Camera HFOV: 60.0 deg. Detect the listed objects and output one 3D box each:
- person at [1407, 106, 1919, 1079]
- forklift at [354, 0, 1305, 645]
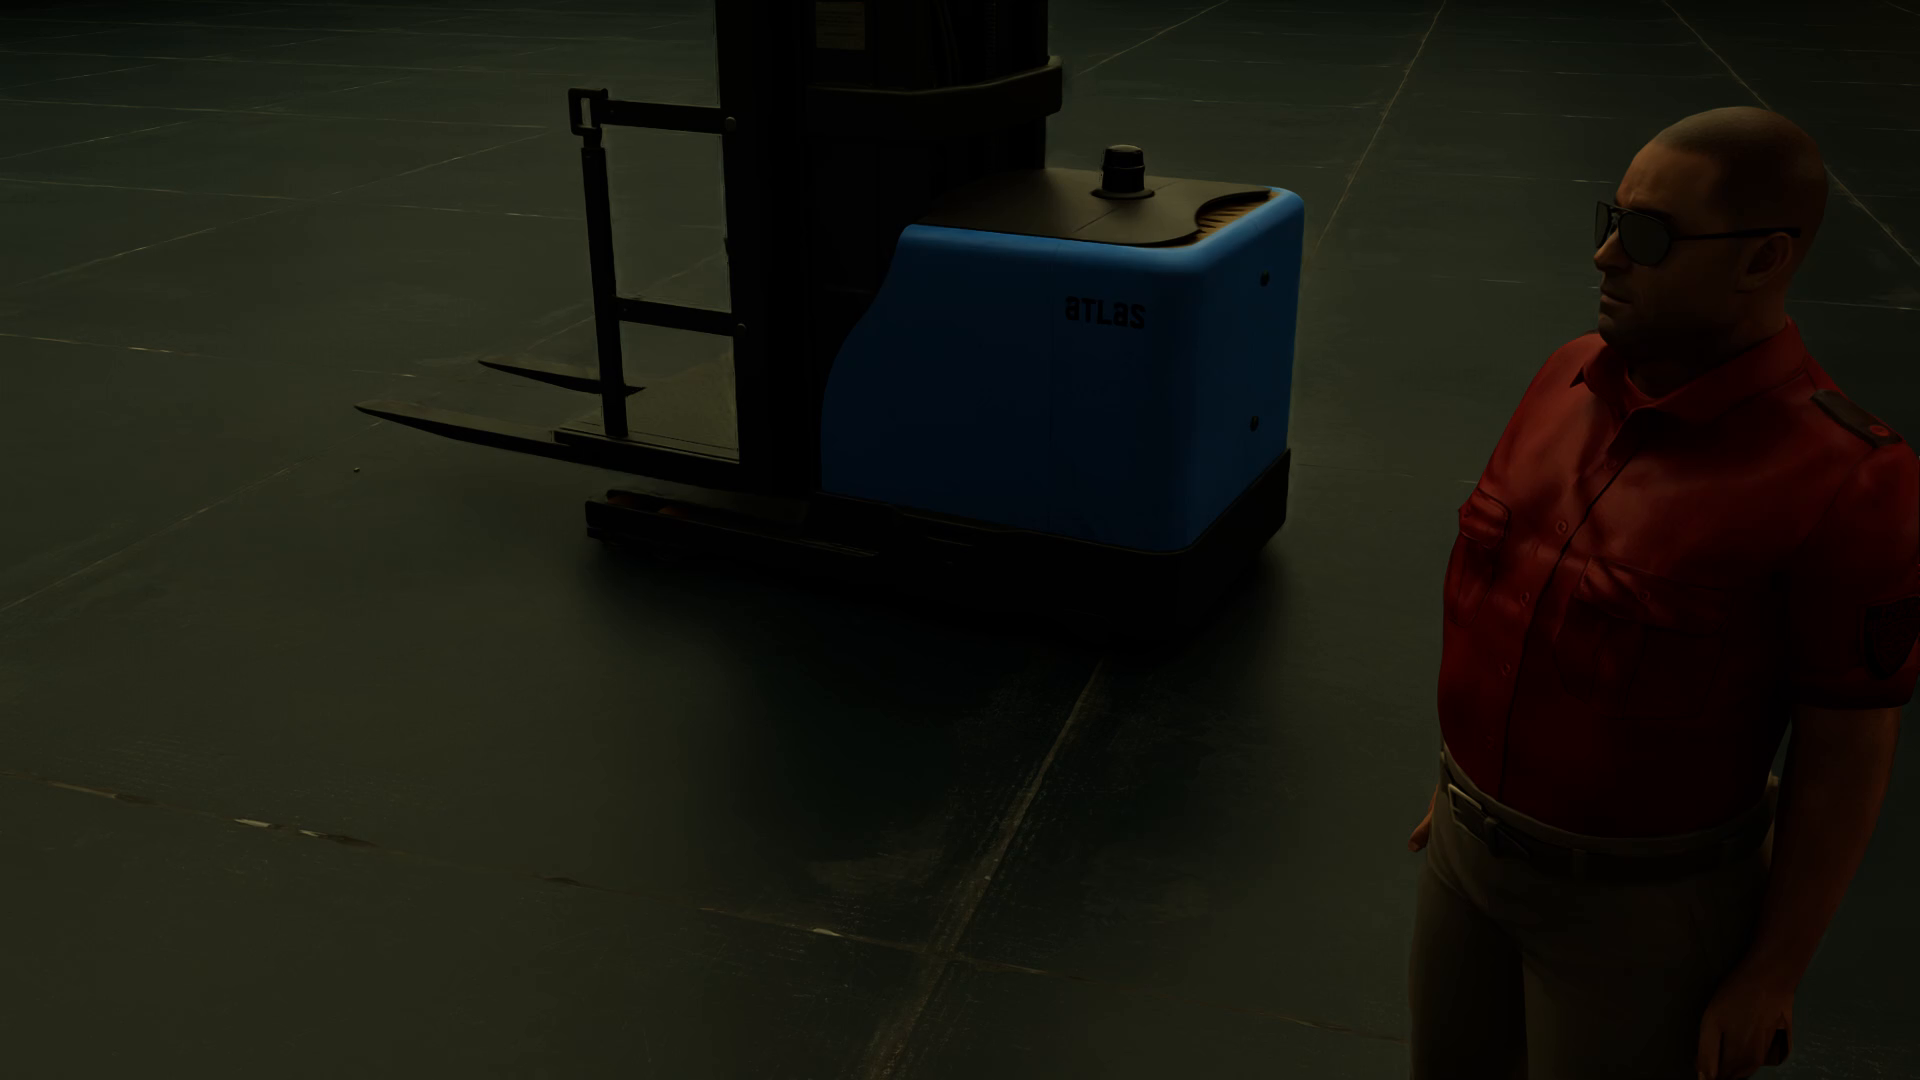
[{"bbox_3d":[0.710,0.387,1.920,0.376,1.731,0.554,-9,24,-21],"label":"person"},{"bbox_3d":[-0.558,-1.456,4.807,3.031,2.935,1.130,11,25,25],"label":"forklift"}]
